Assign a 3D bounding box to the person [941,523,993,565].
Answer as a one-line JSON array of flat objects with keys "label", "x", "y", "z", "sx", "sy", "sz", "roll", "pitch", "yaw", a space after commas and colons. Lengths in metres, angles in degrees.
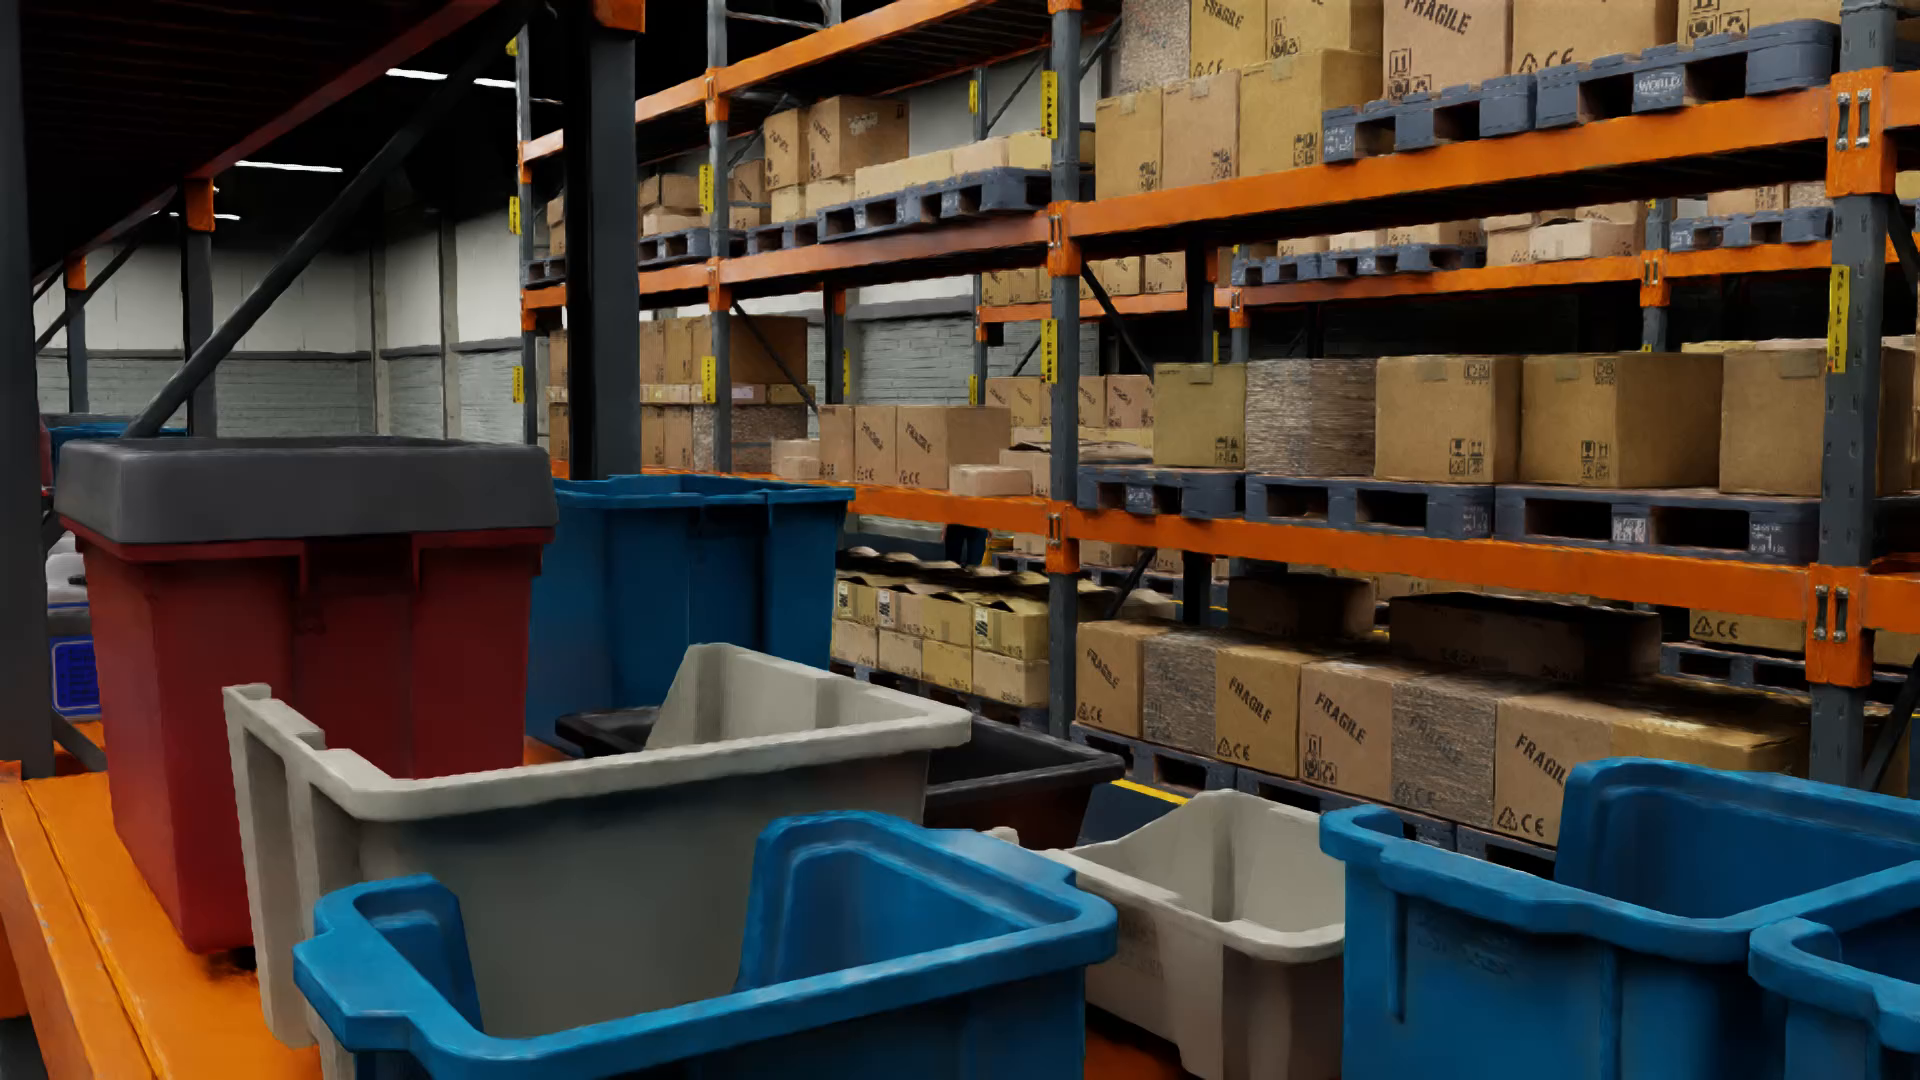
[{"label": "person", "x": 0.070, "y": -0.092, "z": 13.247, "sx": 0.442, "sy": 1.591, "sz": 0.499, "roll": 0, "pitch": 5, "yaw": 0}]
